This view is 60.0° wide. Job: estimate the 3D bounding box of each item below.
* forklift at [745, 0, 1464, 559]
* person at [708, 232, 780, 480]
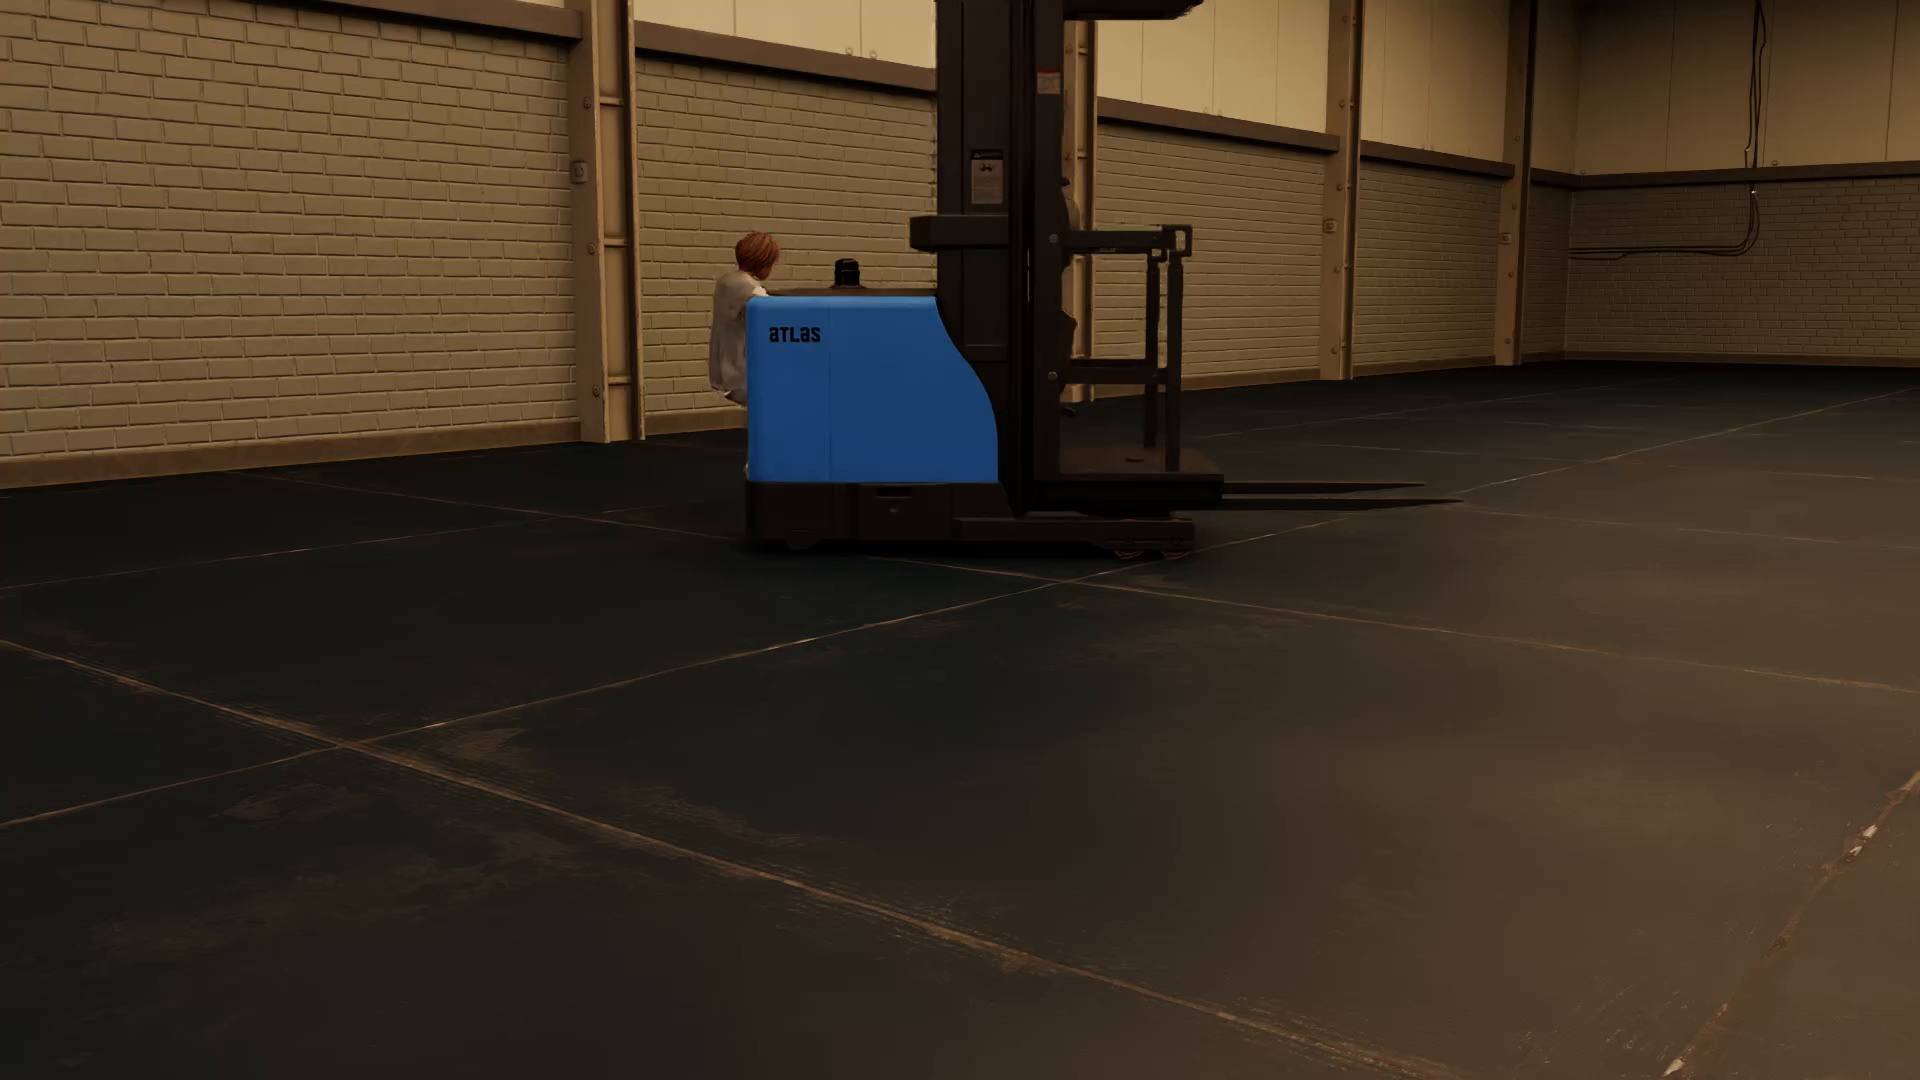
[{"bbox_3d":[0.621,-1.451,7.197,3.031,2.935,1.130,0,8,1],"label":"forklift"},{"bbox_3d":[-0.953,-0.875,8.697,0.694,1.407,0.797,-5,10,-29],"label":"person"}]
